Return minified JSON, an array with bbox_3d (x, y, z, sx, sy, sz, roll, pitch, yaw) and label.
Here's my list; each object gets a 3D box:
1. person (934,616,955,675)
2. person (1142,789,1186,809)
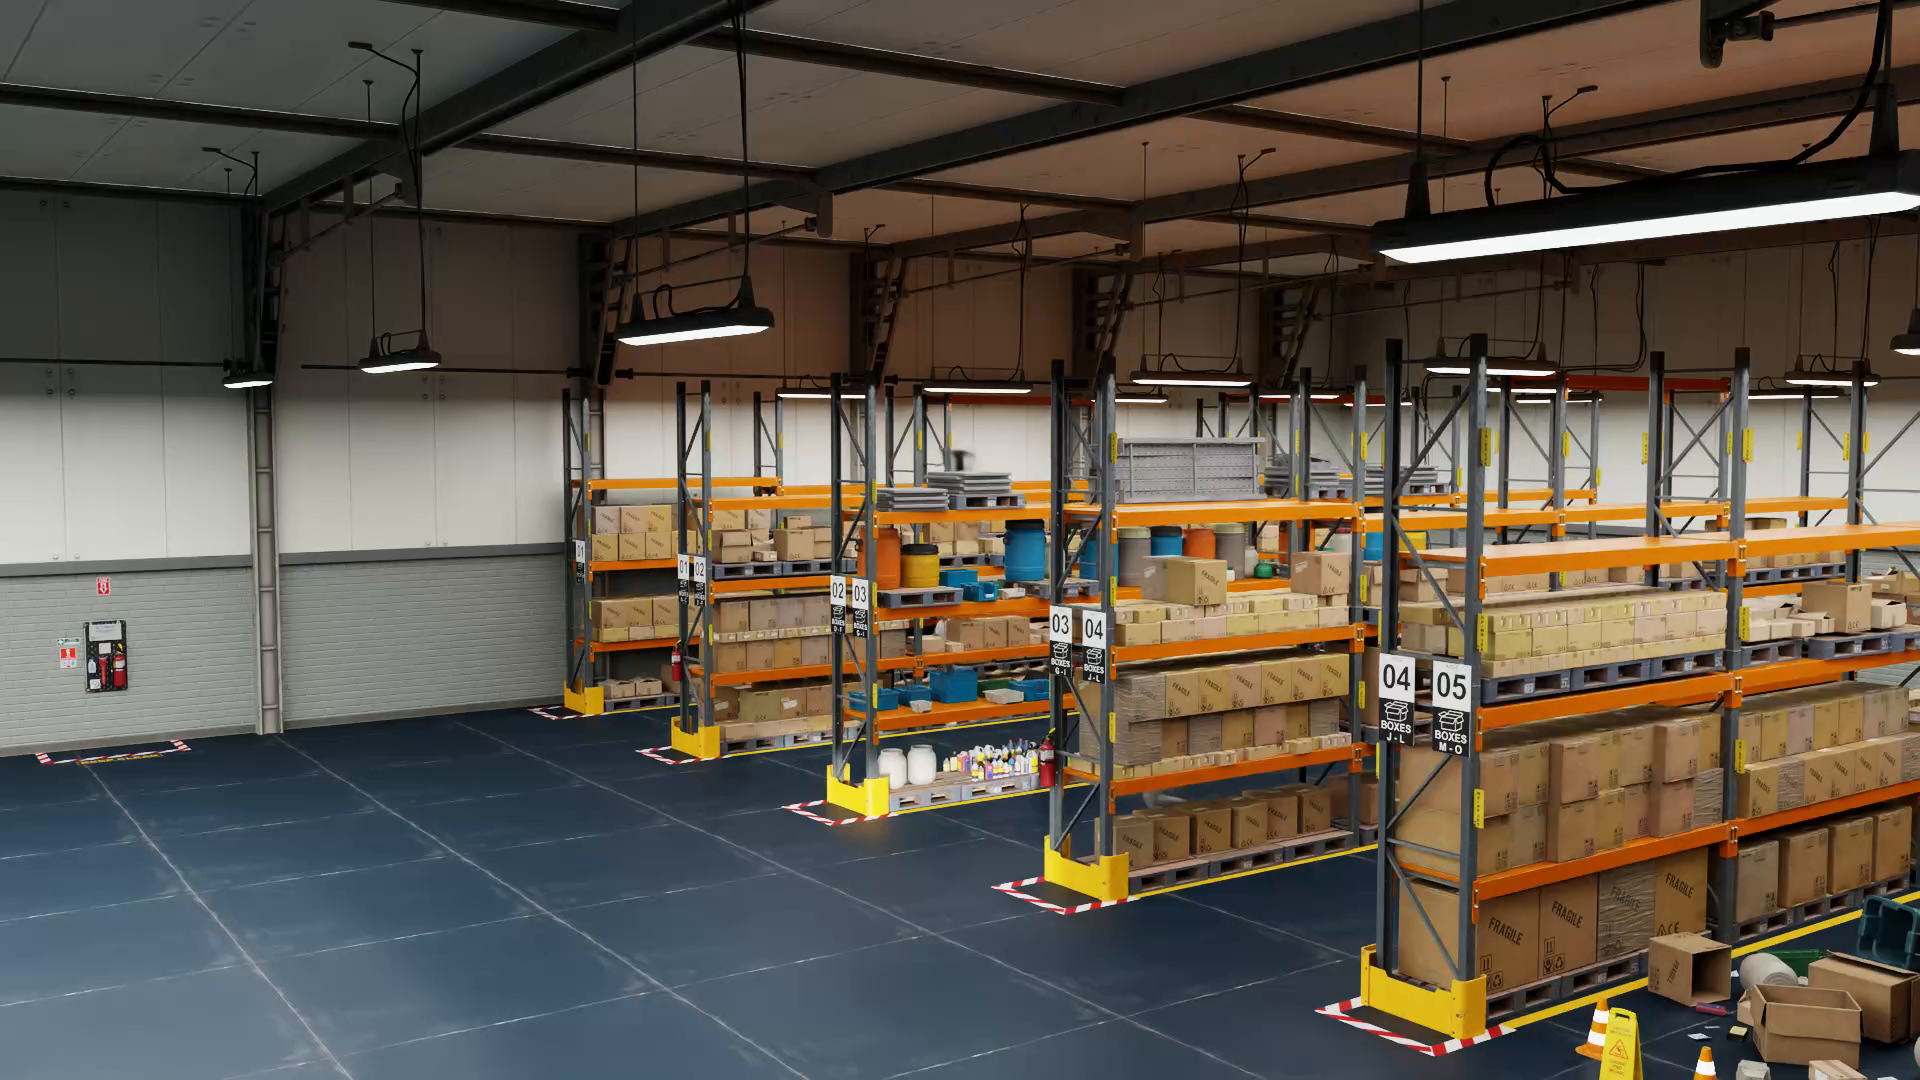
[{"bbox_3d":[-0.273,2.188,33.283,0.811,1.739,0.562,-3,5,-40],"label":"person"},{"bbox_3d":[2.554,3.035,21.617,0.801,1.494,0.589,-1,4,-16],"label":"person"}]
